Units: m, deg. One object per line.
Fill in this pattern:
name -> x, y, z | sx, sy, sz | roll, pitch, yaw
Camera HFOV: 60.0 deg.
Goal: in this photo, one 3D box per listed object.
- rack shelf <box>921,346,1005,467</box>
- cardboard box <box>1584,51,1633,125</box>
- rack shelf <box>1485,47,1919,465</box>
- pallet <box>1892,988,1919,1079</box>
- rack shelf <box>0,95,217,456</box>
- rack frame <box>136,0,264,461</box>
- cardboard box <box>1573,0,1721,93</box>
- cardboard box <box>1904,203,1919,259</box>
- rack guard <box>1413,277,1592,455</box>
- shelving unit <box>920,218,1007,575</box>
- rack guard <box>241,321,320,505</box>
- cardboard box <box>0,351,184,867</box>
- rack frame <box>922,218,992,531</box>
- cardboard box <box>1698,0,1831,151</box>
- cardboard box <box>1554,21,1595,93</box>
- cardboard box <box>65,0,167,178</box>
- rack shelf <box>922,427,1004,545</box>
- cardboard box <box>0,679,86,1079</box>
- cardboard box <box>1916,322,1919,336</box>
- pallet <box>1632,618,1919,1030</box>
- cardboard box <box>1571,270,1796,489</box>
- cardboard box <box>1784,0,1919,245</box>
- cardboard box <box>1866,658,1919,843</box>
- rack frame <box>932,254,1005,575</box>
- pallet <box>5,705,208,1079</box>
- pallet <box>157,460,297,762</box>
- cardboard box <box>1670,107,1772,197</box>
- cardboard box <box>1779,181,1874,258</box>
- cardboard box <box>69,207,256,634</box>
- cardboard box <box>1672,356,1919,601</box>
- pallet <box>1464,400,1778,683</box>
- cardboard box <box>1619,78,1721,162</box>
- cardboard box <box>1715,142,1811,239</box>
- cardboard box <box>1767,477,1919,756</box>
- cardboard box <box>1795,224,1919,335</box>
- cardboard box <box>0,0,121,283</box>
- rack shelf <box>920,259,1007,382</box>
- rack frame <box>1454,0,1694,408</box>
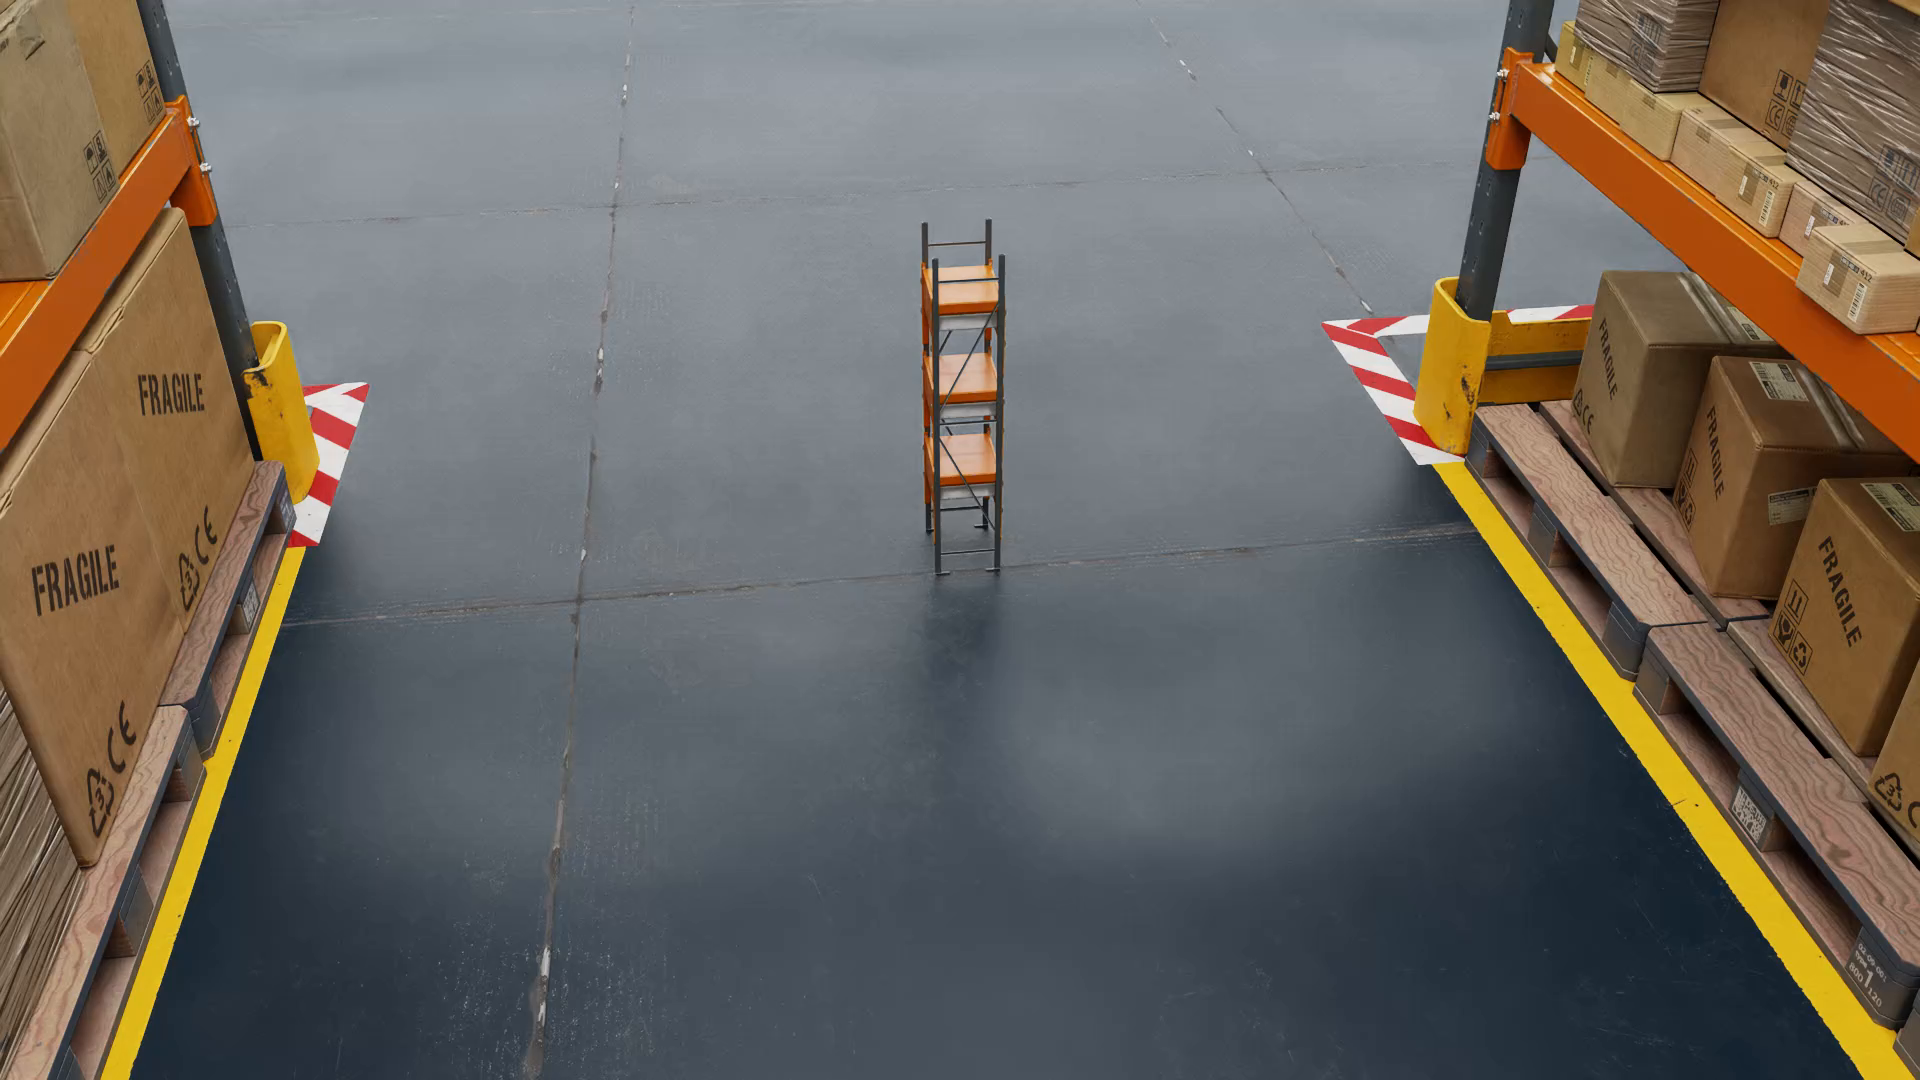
rack shelf -> 0.007, -0.395, 4.916 | 0.215, 0.259, 0.240 | -4, 35, -6
cardboard box -> 2.011, -1.286, 4.697 | 0.380, 0.149, 0.250 | -4, 35, -6
rack shelf -> 2.463, -0.295, 3.658 | 1.077, 0.370, 4.000 | -4, 35, -6
pallet -> 2.607, 1.304, 3.149 | 1.003, 0.211, 1.213 | -4, 35, -6
rack shelf -> -2.466, 0.024, 3.189 | 1.077, 0.370, 4.000 | -4, 35, -6
rack frame -> -2.735, -1.389, 4.624 | 1.000, 3.000, 0.127 | -4, 35, -6
cardboard box -> 2.241, -1.563, 4.528 | 0.875, 0.500, 0.500 | -4, 35, -6
cardboard box -> 2.507, -0.731, 3.307 | 0.875, 0.500, 0.500 | -4, 35, -6
rack guard -> 2.204, -0.633, 5.735 | 1.175, 0.500, 0.348 | -4, 35, -6
shelving unit -> 0.007, -0.404, 4.911 | 0.215, 1.050, 0.252 | -4, 35, -6
rack guard -> -2.738, -0.369, 5.348 | 1.175, 0.500, 0.348 | -4, 35, -6
cardboard box -> -2.458, 0.180, 3.836 | 0.875, 0.875, 0.875 | -5, 35, -7
rack frame -> -0.009, -0.472, 5.010 | 0.200, 1.050, 0.008 | -4, 35, -6
cardboard box -> 2.427, -1.293, 4.132 | 0.875, 0.500, 0.500 | -4, 35, -6
cardboard box -> 1.996, -1.427, 4.904 | 0.380, 0.149, 0.250 | -4, 35, -6
cardboard box -> -2.640, -1.247, 4.283 | 0.875, 0.550, 0.550 | -4, 35, -6
rack shelf -> 0.007, -0.166, 5.073 | 0.215, 0.259, 0.240 | -4, 35, -6
cardboard box -> -2.337, 0.689, 3.090 | 0.875, 0.875, 0.875 | -4, 34, -6
cardboard box -> 2.267, -0.453, 3.475 | 0.380, 0.149, 0.250 | -4, 35, -6
pallet -> 2.439, 0.622, 4.150 | 1.003, 0.211, 1.213 | -4, 35, -6
cardboard box -> 2.261, -0.499, 5.165 | 0.500, 0.500, 0.500 | 2, 34, 2
cardboard box -> 2.451, -1.011, 3.717 | 0.875, 0.500, 0.500 | -4, 35, -6
cardboard box -> 2.472, 0.498, 3.703 | 0.500, 0.500, 0.500 | -7, 35, -11
rack frame -> 0.024, -0.336, 4.811 | 0.200, 1.050, 0.008 | -4, 35, -6
pallet -> -2.389, 0.883, 3.767 | 1.003, 0.211, 1.213 | -4, 35, -6
pallet -> -2.550, 0.204, 4.764 | 1.003, 0.211, 1.213 | -4, 35, -6
cardboard box -> 2.084, -1.008, 4.288 | 0.380, 0.149, 0.250 | -4, 35, -6
cardboard box -> 2.171, -0.730, 3.881 | 0.380, 0.149, 0.250 | -4, 35, -6
cardboard box -> -2.578, -0.311, 4.557 | 0.875, 0.875, 0.875 | -4, 34, -6
cardboard box -> 2.376, -0.168, 4.680 | 0.500, 0.500, 0.500 | 4, 35, 6
pallet -> 2.278, -0.057, 5.147 | 1.003, 0.211, 1.213 | -4, 35, -6
cardboard box -> 2.029, -1.146, 4.491 | 0.380, 0.149, 0.250 | -4, 35, -6
cardboard box -> 2.110, -0.868, 4.083 | 0.380, 0.149, 0.250 | -4, 35, -6
cardboard box -> 2.441, 0.183, 4.165 | 0.500, 0.500, 0.500 | -1, 34, -2
cardboard box -> 2.102, -0.583, 3.665 | 0.380, 0.149, 0.250 | -4, 35, -6
cardboard box -> -2.544, -0.942, 3.835 | 0.875, 0.550, 0.550 | -4, 35, -6
rack shelf -> 0.007, -0.630, 4.757 | 0.215, 0.259, 0.240 | -4, 35, -6
rack frame -> 2.194, -1.708, 5.093 | 1.000, 3.000, 0.127 | -4, 35, -6
